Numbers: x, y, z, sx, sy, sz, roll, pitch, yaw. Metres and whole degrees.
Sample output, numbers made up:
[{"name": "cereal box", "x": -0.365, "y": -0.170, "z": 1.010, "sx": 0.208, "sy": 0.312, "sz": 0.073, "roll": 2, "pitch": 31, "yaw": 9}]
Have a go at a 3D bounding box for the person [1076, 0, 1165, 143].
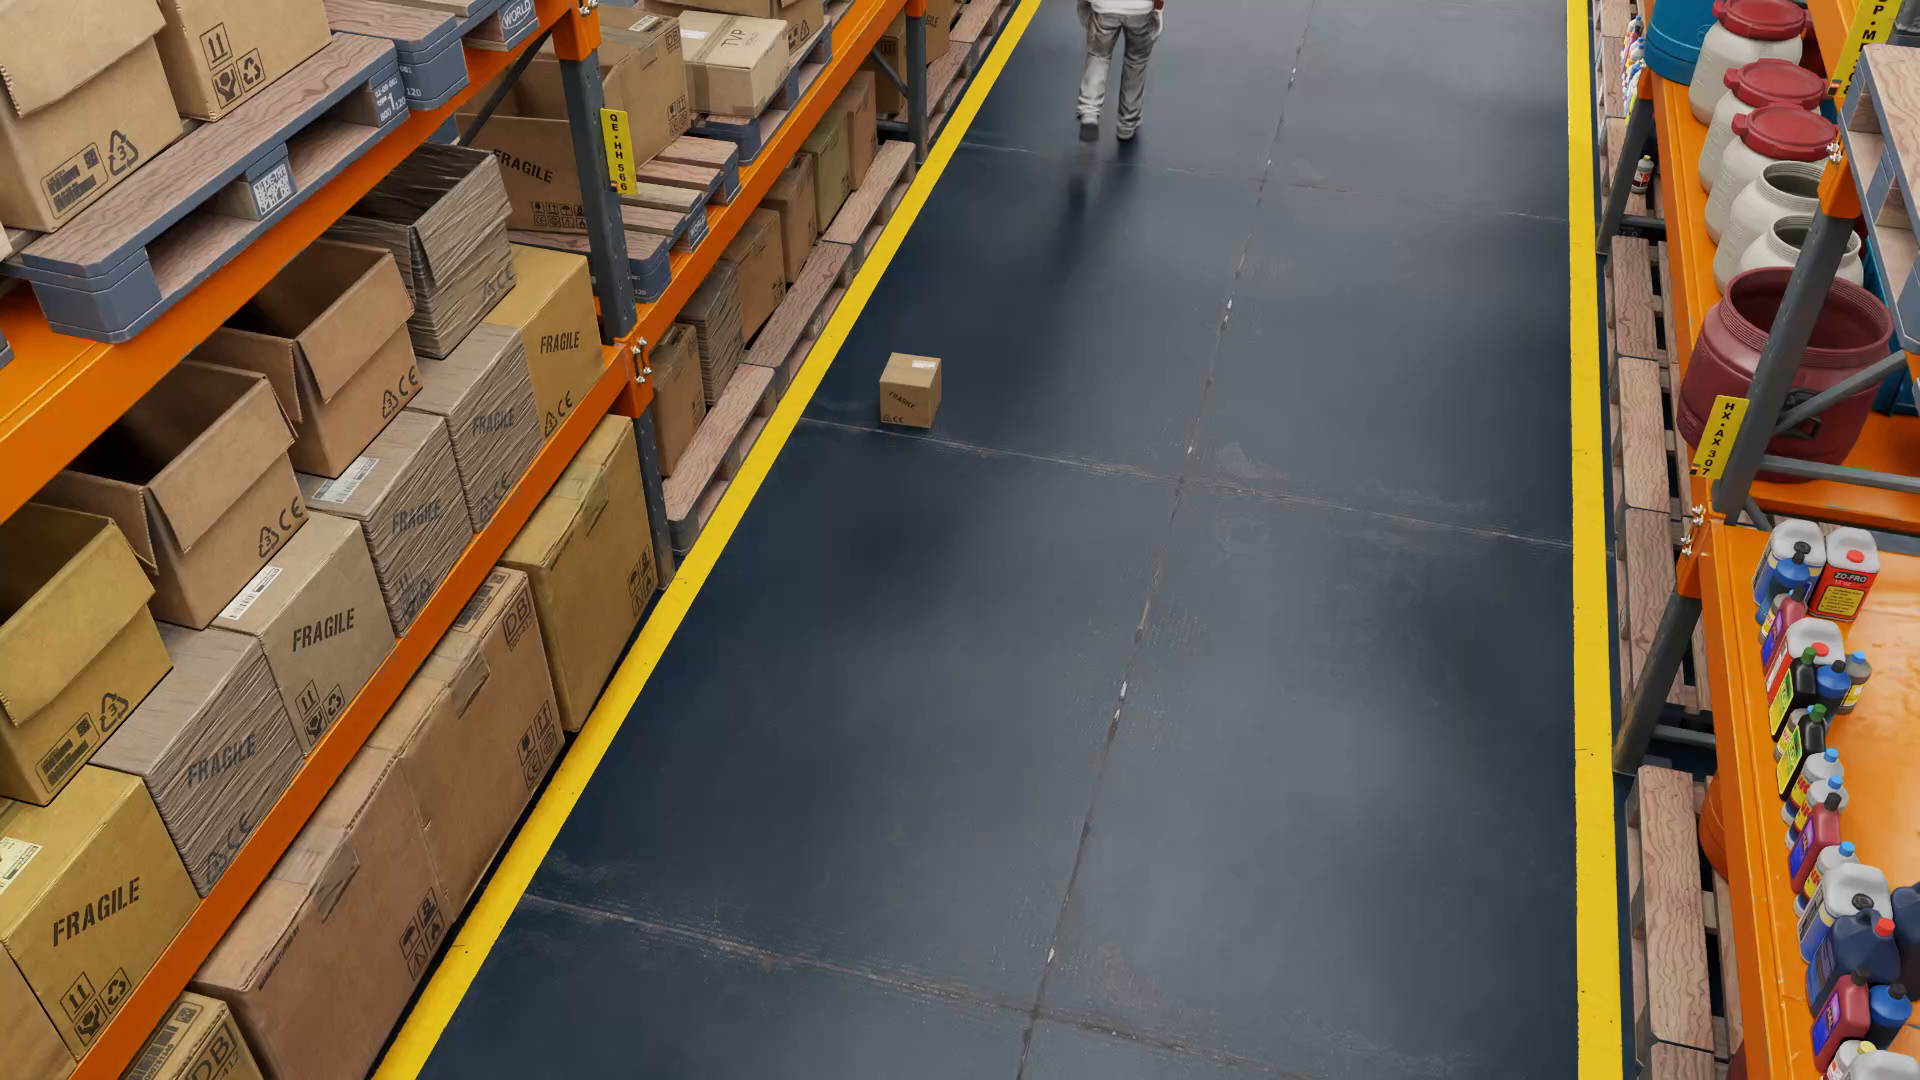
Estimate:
[{"name": "person", "x": 0.938, "y": -3.144, "z": 9.783, "sx": 0.551, "sy": 1.769, "sz": 0.731, "roll": 11, "pitch": 42, "yaw": 12}]
